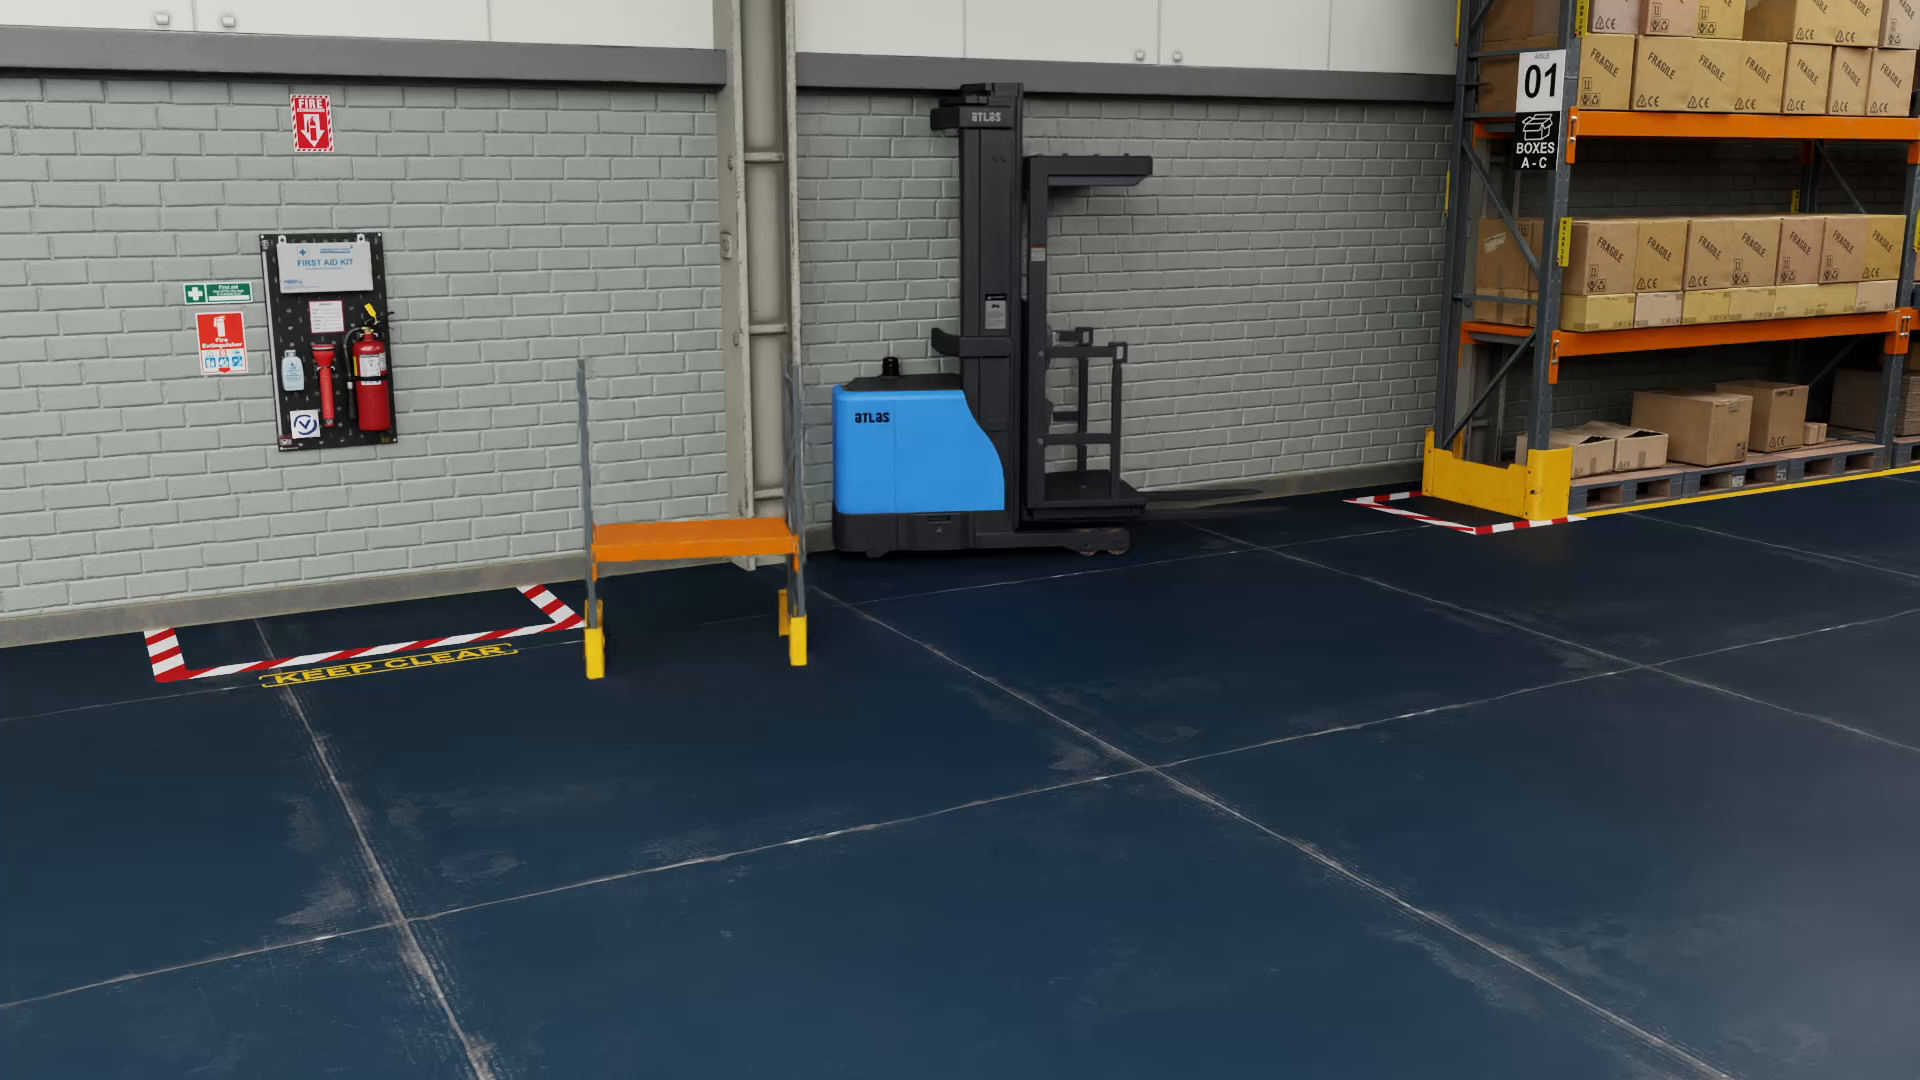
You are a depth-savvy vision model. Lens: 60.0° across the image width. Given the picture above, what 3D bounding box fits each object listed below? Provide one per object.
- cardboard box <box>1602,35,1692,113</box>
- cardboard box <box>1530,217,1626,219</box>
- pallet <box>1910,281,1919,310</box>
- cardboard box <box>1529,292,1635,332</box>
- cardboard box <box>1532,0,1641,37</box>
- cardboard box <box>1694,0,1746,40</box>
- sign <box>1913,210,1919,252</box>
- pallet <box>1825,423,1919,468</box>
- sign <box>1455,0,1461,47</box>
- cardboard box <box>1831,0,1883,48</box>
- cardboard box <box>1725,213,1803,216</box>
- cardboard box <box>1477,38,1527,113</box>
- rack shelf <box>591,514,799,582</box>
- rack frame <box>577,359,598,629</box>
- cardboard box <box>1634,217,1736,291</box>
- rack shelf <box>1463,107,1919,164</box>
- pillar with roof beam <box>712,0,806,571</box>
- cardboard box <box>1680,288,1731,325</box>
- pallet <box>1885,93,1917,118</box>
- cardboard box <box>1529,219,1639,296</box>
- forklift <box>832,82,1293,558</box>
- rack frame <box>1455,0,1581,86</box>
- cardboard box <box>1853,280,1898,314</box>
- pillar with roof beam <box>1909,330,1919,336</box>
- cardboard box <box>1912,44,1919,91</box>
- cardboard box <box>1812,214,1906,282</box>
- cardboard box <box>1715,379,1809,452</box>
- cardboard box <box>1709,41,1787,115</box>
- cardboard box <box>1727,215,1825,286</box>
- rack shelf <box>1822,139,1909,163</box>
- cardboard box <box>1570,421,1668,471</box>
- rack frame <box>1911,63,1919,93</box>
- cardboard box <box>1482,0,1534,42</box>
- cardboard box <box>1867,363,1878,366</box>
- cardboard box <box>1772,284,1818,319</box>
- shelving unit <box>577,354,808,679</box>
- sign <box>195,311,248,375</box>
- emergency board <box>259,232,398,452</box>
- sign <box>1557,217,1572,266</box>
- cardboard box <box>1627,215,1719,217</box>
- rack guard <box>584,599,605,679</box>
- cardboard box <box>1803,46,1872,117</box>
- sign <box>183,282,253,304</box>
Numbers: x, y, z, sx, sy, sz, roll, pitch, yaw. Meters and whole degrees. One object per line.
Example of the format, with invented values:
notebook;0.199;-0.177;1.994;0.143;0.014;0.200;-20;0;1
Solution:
cardboard box;4.757;-3.273;11.715;0.500;0.500;0.500;-6;14;-24
cardboard box;4.614;-2.158;12.456;0.500;0.500;0.500;-7;14;-27
pallet;8.107;-2.094;14.019;1.213;0.211;1.003;-7;14;-28
cardboard box;4.436;-1.641;11.865;0.500;0.250;0.500;-7;15;-29
cardboard box;4.310;-3.718;11.415;0.500;0.500;0.500;-8;15;-32
cardboard box;5.219;-3.817;11.855;0.500;0.500;0.500;-6;14;-26
sign;7.633;-2.454;13.209;0.005;0.325;0.100;-7;14;-28
pallet;8.049;-0.857;14.436;1.213;0.211;1.003;-7;14;-28
sign;3.607;-3.719;11.953;0.005;0.325;0.100;-7;14;-28
cardboard box;6.578;-3.980;12.579;0.500;0.500;0.500;-6;14;-25
cardboard box;6.398;-2.375;13.417;0.500;0.500;0.500;-7;14;-28
cardboard box;4.100;-3.329;11.964;0.500;0.500;0.500;-6;14;-24
rack shelf;-1.341;0.033;8.365;1.000;0.185;0.538;-3;13;-12
rack frame;-1.838;-0.119;8.221;0.032;1.500;0.500;-3;13;-12
cardboard box;5.313;-2.112;12.251;0.500;0.500;0.500;-7;15;-30
rack shelf;5.611;-3.037;12.580;4.000;0.370;1.077;-7;14;-28
pillar with roof beam;0.852;-3.421;5.813;0.400;9.000;9.100;-7;14;-28
cardboard box;5.335;-1.751;12.353;0.500;0.250;0.500;-7;15;-29
pallet;7.959;-3.551;13.653;1.003;0.211;1.213;-7;14;-28
cardboard box;4.418;-2.009;11.793;0.500;0.500;0.500;-7;14;-28
forklift;0.658;-1.442;10.841;3.031;2.935;1.130;-2;13;-8
rack frame;3.855;-4.641;11.236;0.127;3.000;1.000;-7;14;-28
cardboard box;7.096;-1.964;13.298;0.500;0.250;0.500;-7;14;-28
pillar with roof beam;11.384;-4.683;11.422;0.400;9.000;9.100;-7;14;-28
cardboard box;7.884;-3.894;13.565;0.500;0.500;0.500;-5;13;-20
cardboard box;7.099;-2.328;13.211;0.500;0.500;0.500;-7;14;-28
cardboard box;6.474;-1.013;13.472;0.500;0.500;0.500;-8;15;-32
cardboard box;5.671;-3.389;12.230;0.500;0.500;0.500;-6;14;-24
cardboard box;6.217;-2.224;12.746;0.500;0.500;0.500;-7;15;-29
rack shelf;9.122;-3.458;14.449;4.000;0.370;1.077;-7;14;-28
cardboard box;5.006;-0.733;12.655;0.500;0.311;0.500;-6;14;-23
rack frame;7.366;-5.062;13.106;0.127;3.000;1.000;-7;14;-28
cardboard box;4.108;-3.820;11.868;0.500;0.500;0.500;-6;14;-25
cardboard box;8.434;-1.275;14.634;0.500;0.500;0.700;-7;15;-29
cardboard box;6.220;-1.857;12.824;0.500;0.250;0.500;-7;14;-28
shelving unit;-1.350;-0.142;8.323;1.083;1.500;0.587;-3;13;-12
sign;-3.933;-1.050;8.862;0.234;0.329;0.001;-7;14;-28
emergency board;-3.399;-1.071;9.036;0.643;1.169;0.194;-7;14;-28
sign;4.115;-2.032;11.335;0.005;0.325;0.100;-7;14;-28
cardboard box;5.507;-2.267;12.937;0.500;0.500;0.500;-7;14;-27
rack guard;-1.836;0.491;8.359;0.087;0.250;0.587;-3;13;-12
cardboard box;6.591;-3.506;12.749;0.500;0.500;0.500;-8;15;-33
sign;-3.925;-1.307;8.798;0.331;0.109;0.001;-7;14;-28
